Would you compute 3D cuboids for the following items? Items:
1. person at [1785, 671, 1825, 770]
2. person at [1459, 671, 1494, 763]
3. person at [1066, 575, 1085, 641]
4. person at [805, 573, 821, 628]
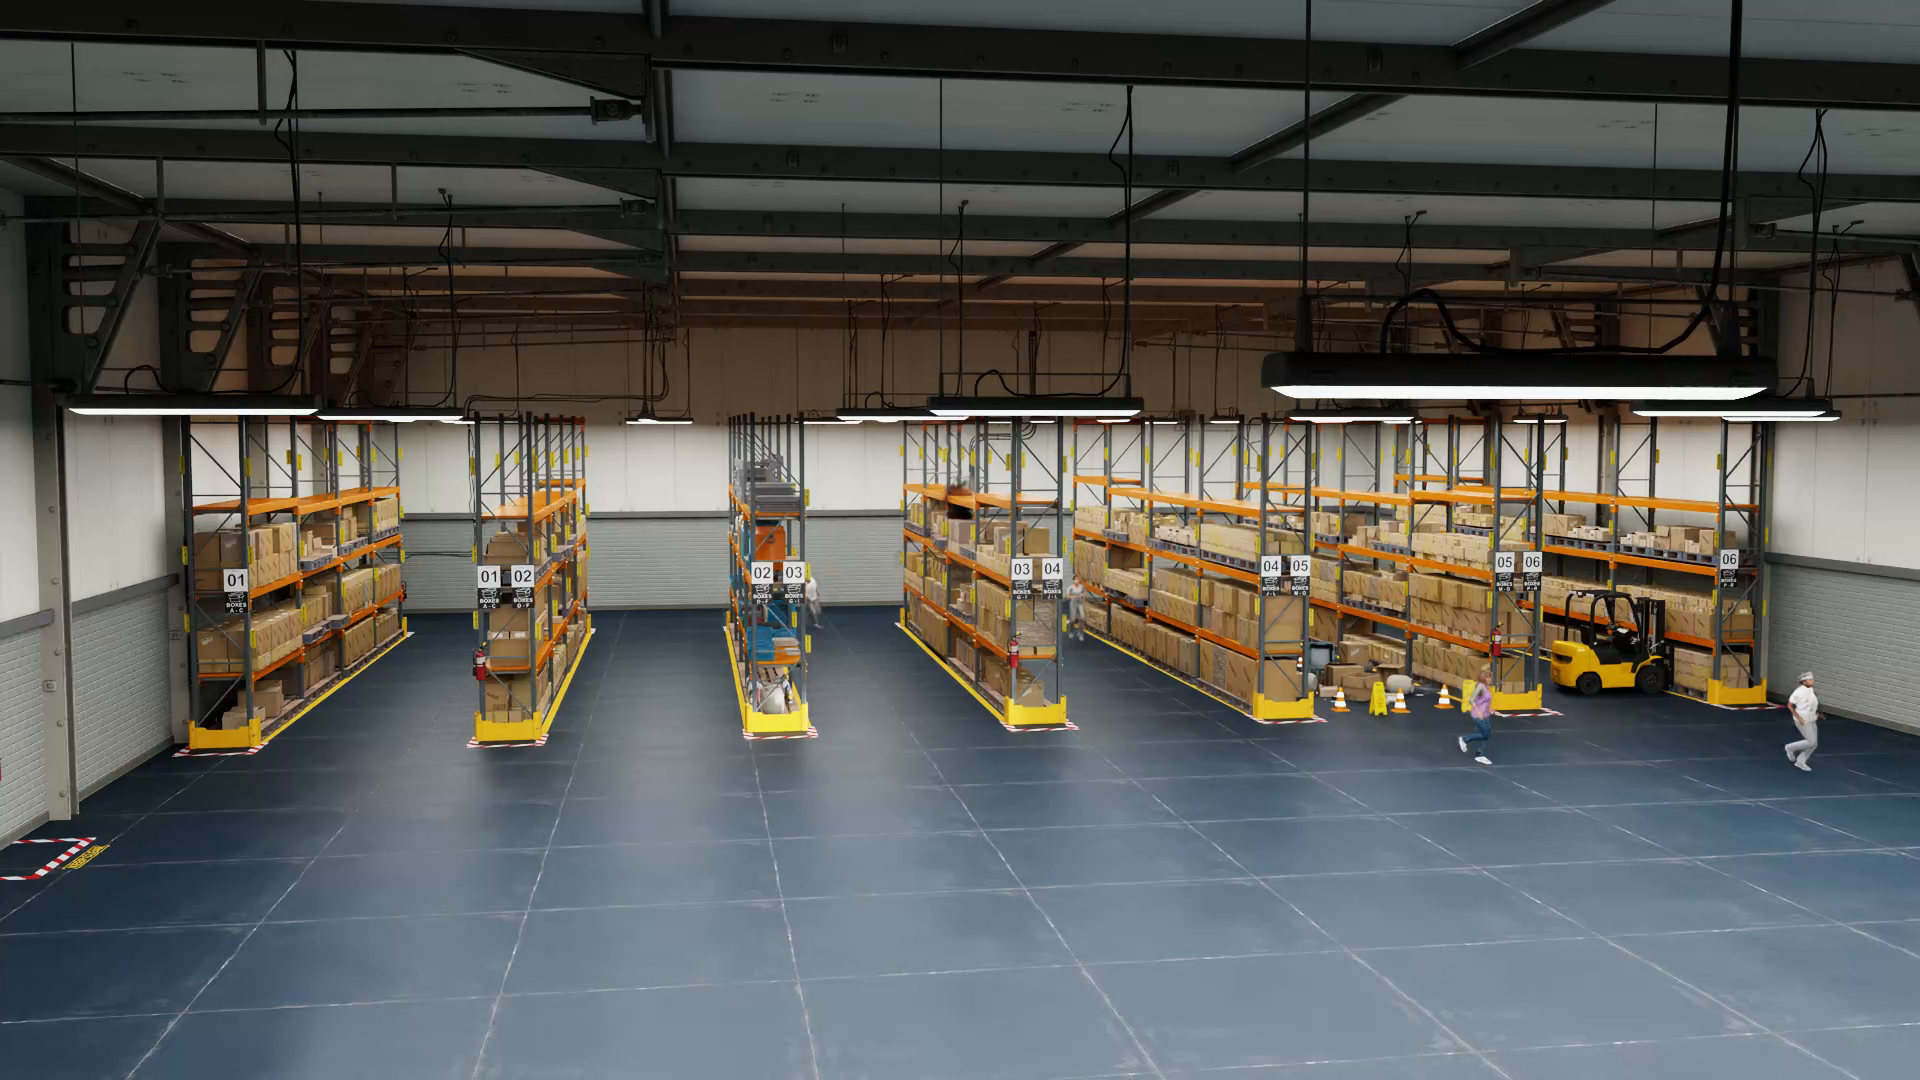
[{"bbox_3d":[14.142,3.020,27.811,0.586,1.669,0.556,-3,5,-36],"label":"person"},{"bbox_3d":[8.860,3.019,28.486,0.559,1.565,0.559,3,5,36],"label":"person"},{"bbox_3d":[3.011,1.746,43.266,0.580,1.688,0.778,-1,4,-12],"label":"person"},{"bbox_3d":[-4.312,1.681,47.194,0.737,1.671,0.600,-3,5,-39],"label":"person"}]
